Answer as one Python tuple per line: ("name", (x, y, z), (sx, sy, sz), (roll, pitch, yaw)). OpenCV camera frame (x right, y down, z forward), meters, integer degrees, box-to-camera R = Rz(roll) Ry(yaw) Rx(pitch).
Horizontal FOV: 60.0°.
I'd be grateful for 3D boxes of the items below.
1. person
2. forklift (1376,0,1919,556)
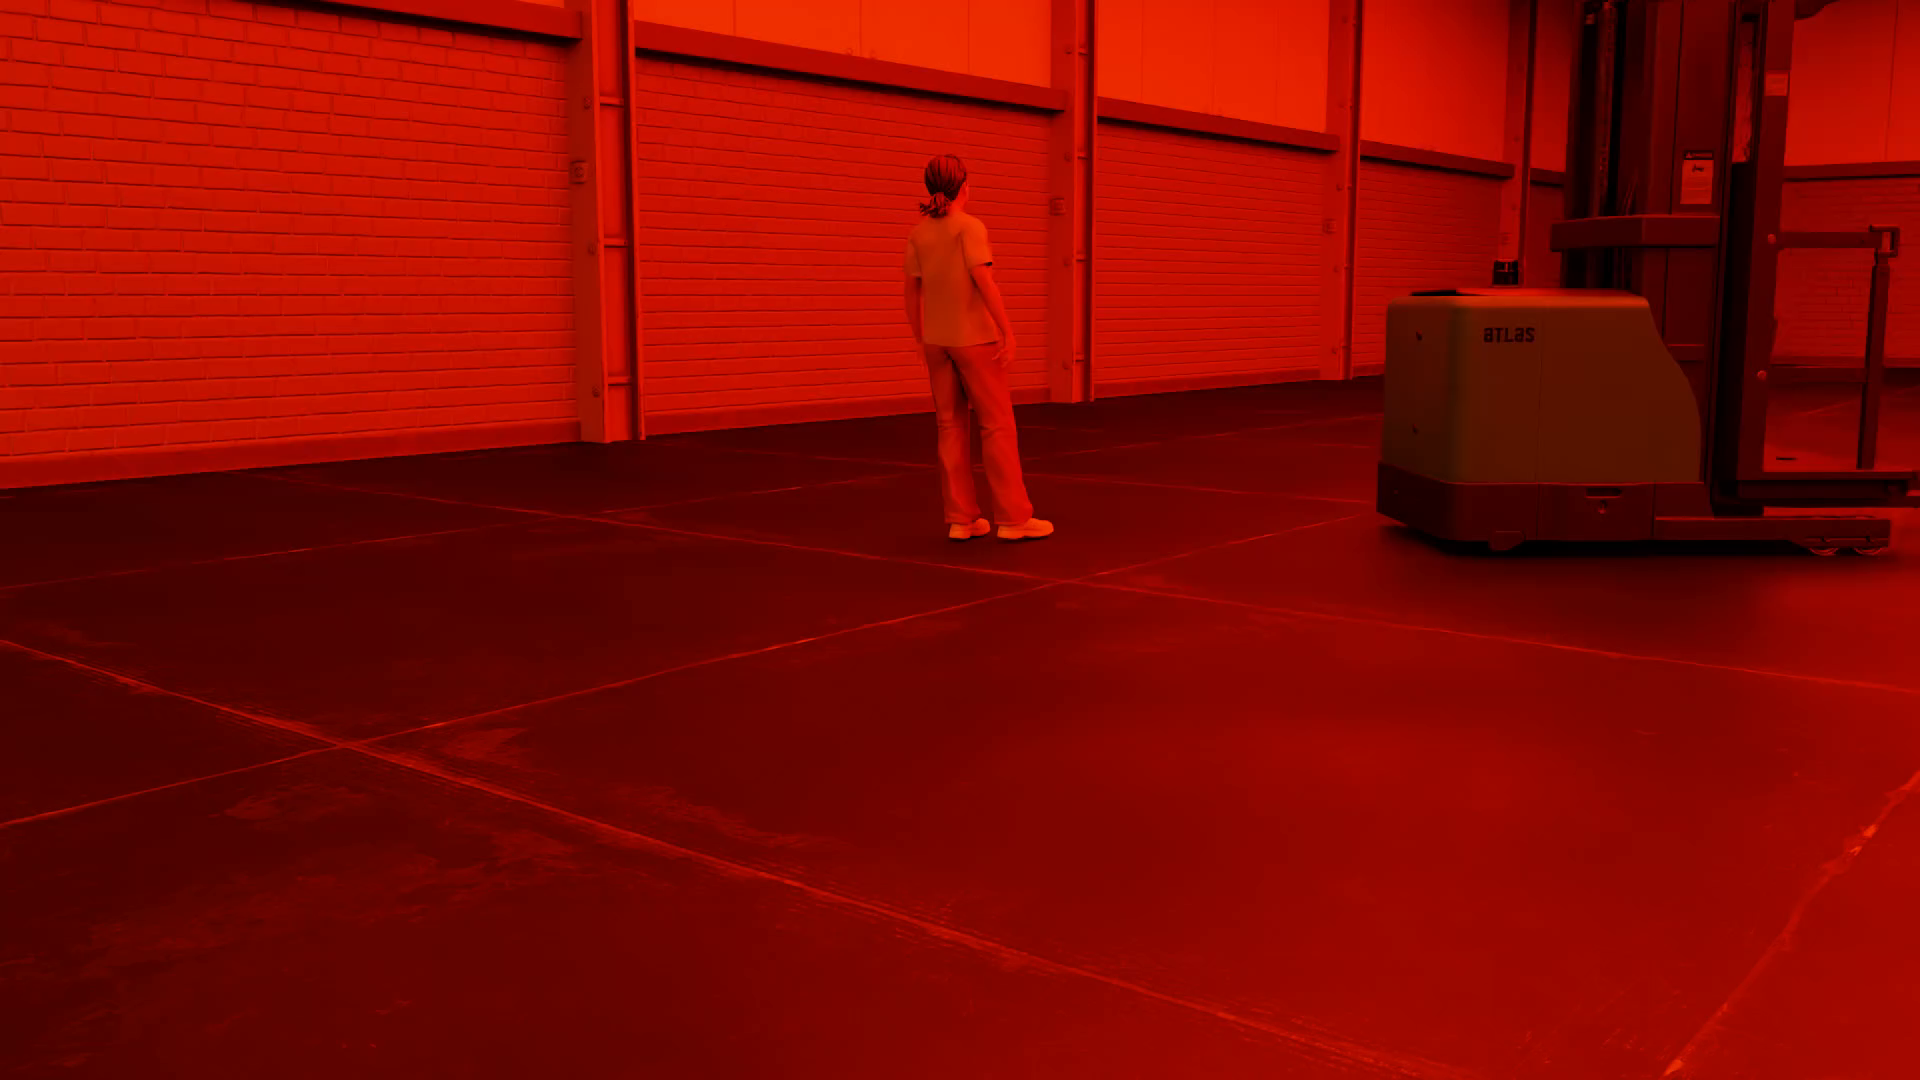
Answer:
("person", (0.055, -0.843, 7.332), (0.555, 1.675, 0.549), (7, 11, 38))
("forklift", (3.491, -1.460, 7.260), (3.031, 2.935, 1.130), (0, 8, -3))
